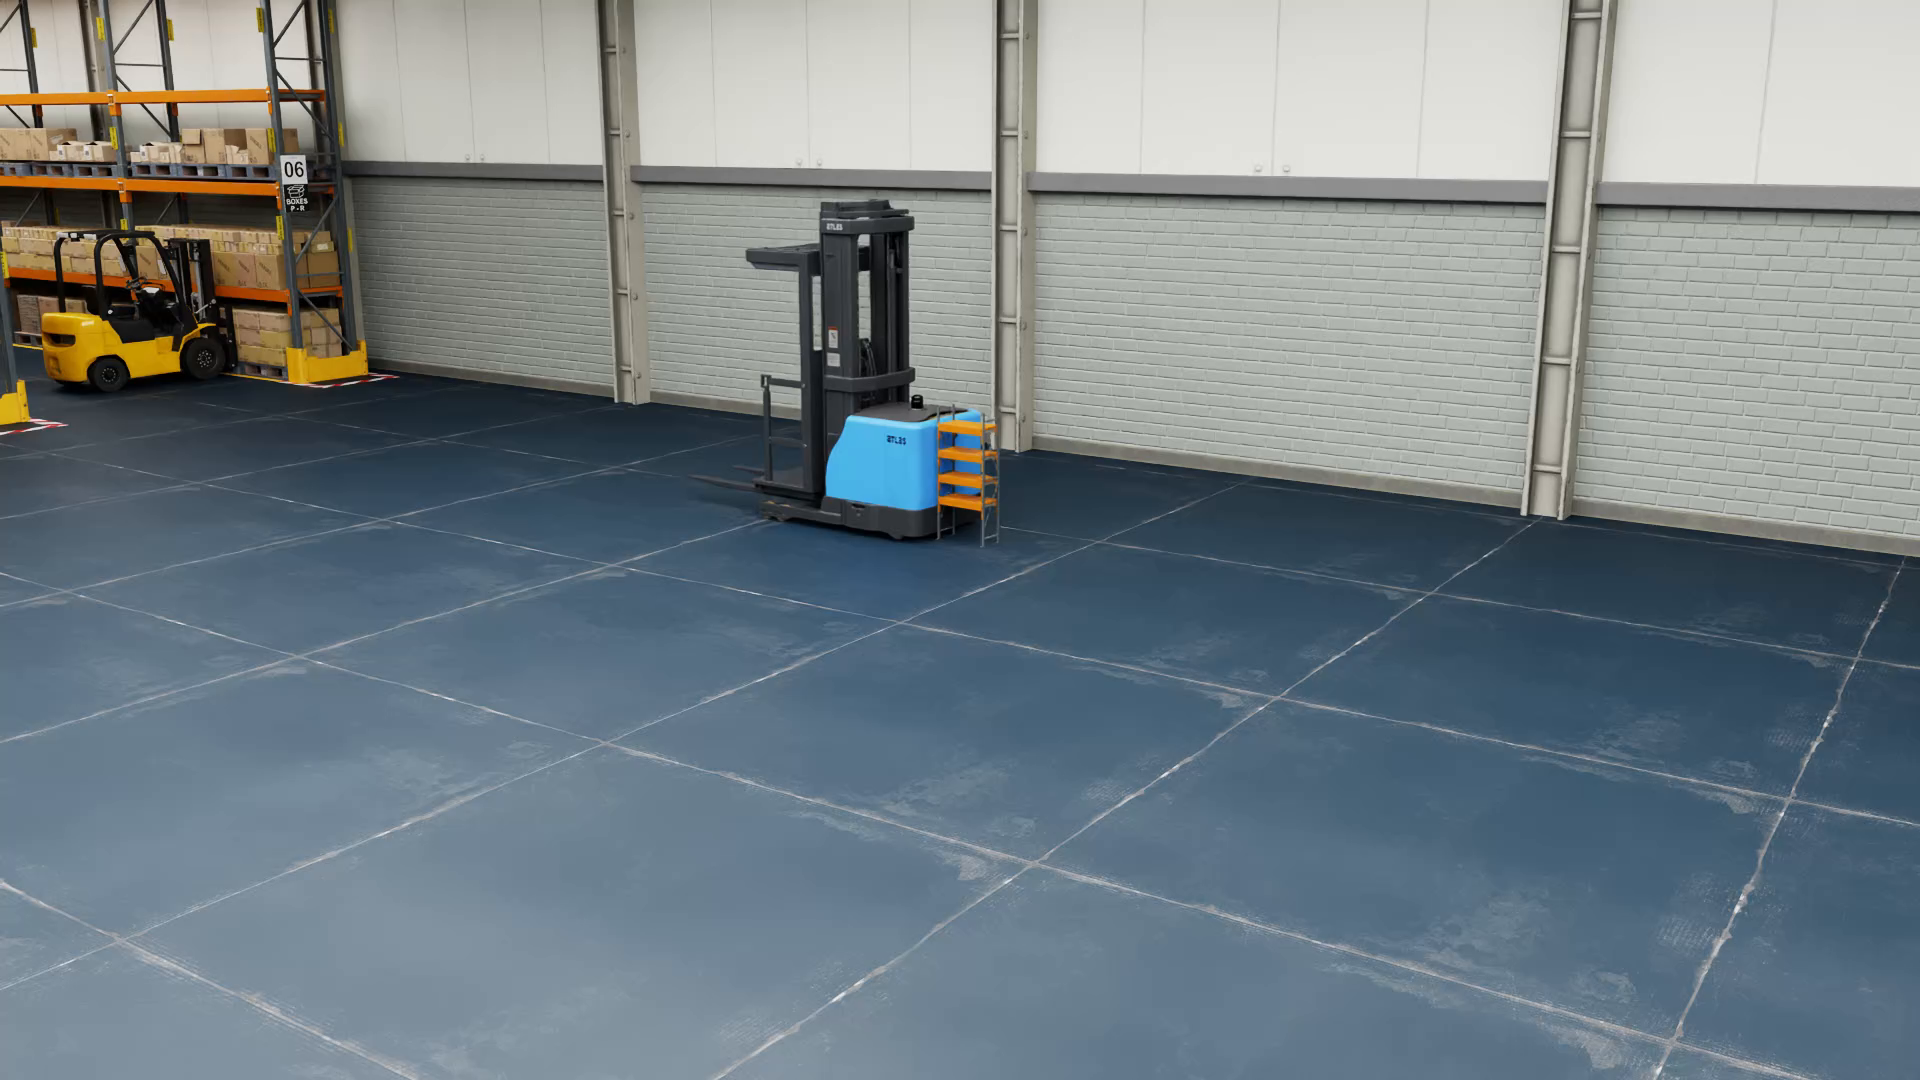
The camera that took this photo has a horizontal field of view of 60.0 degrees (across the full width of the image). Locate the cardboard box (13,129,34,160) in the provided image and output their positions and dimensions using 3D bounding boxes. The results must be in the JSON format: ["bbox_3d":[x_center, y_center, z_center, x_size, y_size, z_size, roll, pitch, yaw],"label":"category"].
[{"bbox_3d":[-14.988,-6.477,27.214,0.500,0.500,0.700,9,16,32],"label":"cardboard box"}]

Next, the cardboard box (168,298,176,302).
[{"bbox_3d":[-12.382,-3.604,25.908,0.500,0.250,0.500,9,16,32],"label":"cardboard box"}]

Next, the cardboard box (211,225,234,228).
[{"bbox_3d":[-11.316,-4.768,25.664,0.250,0.149,0.380,9,16,32],"label":"cardboard box"}]

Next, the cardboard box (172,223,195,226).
[{"bbox_3d":[-12.175,-4.902,26.208,0.250,0.149,0.380,9,17,33],"label":"cardboard box"}]

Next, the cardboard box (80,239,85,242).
[{"bbox_3d":[-13.888,-4.873,26.708,0.250,0.149,0.380,9,16,31],"label":"cardboard box"}]

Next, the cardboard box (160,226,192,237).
[{"bbox_3d":[-12.026,-4.734,25.526,0.250,0.149,0.380,9,16,32],"label":"cardboard box"}]

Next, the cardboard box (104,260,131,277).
[{"bbox_3d":[-13.173,-4.320,26.344,0.500,0.250,0.500,10,17,34],"label":"cardboard box"}]

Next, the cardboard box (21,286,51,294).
[{"bbox_3d":[-16.186,-4.351,29.136,0.250,0.149,0.380,10,17,36],"label":"cardboard box"}]

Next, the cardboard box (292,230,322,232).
[{"bbox_3d":[-9.635,-4.484,24.519,0.250,0.149,0.380,10,17,35],"label":"cardboard box"}]

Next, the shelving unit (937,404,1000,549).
[{"bbox_3d":[0.072,-0.565,14.608,0.503,1.200,0.258,10,17,35],"label":"shelving unit"}]

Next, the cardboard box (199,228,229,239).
[{"bbox_3d":[-11.180,-4.596,24.971,0.250,0.149,0.380,9,17,33],"label":"cardboard box"}]

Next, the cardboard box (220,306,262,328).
[{"bbox_3d":[-10.697,-3.328,24.791,0.500,0.250,0.500,9,17,34],"label":"cardboard box"}]

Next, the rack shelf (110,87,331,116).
[{"bbox_3d":[-10.949,-6.478,24.593,4.000,0.370,1.077,9,17,33],"label":"rack shelf"}]

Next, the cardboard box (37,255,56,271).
[{"bbox_3d":[-14.850,-4.596,27.461,0.500,0.250,0.500,9,16,31],"label":"cardboard box"}]

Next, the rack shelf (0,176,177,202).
[{"bbox_3d":[-14.268,-5.752,27.073,4.000,0.370,1.077,9,17,33],"label":"rack shelf"}]

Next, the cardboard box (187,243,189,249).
[{"bbox_3d":[-11.445,-4.468,25.072,0.250,0.149,0.380,9,16,31],"label":"cardboard box"}]

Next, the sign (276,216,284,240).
[{"bbox_3d":[-9.604,-4.411,23.499,0.005,0.325,0.100,9,17,33],"label":"sign"}]

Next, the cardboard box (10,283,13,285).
[{"bbox_3d":[-17.060,-4.490,29.696,0.250,0.149,0.380,9,16,32],"label":"cardboard box"}]

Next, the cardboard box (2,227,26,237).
[{"bbox_3d":[-15.827,-5.176,27.930,0.250,0.149,0.380,10,17,34],"label":"cardboard box"}]

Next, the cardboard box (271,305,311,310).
[{"bbox_3d":[-9.999,-3.364,24.937,0.500,0.250,0.500,9,17,33],"label":"cardboard box"}]

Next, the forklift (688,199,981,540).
[{"bbox_3d":[-1.279,-1.685,15.532,3.031,2.935,1.130,10,17,35],"label":"forklift"}]

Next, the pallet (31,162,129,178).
[{"bbox_3d":[-14.385,-6.055,27.193,1.213,0.211,1.003,10,17,35],"label":"pallet"}]

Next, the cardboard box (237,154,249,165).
[{"bbox_3d":[-10.146,-5.478,23.908,0.250,0.149,0.380,9,16,31],"label":"cardboard box"}]

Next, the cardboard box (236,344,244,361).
[{"bbox_3d":[-10.673,-2.847,24.932,0.500,0.250,0.500,9,17,33],"label":"cardboard box"}]

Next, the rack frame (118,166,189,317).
[{"bbox_3d":[-12.609,-4.377,26.263,0.127,3.000,1.000,9,17,33],"label":"rack frame"}]

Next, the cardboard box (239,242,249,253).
[{"bbox_3d":[-10.343,-4.306,24.416,0.250,0.149,0.380,9,17,32],"label":"cardboard box"}]

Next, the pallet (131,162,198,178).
[{"bbox_3d":[-11.886,-5.681,25.472,1.213,0.211,1.003,9,17,33],"label":"pallet"}]

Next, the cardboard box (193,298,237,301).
[{"bbox_3d":[-11.663,-3.639,26.050,0.500,0.250,0.500,9,16,32],"label":"cardboard box"}]

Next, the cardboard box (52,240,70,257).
[{"bbox_3d":[-14.419,-4.771,27.124,0.500,0.250,0.500,9,17,34],"label":"cardboard box"}]

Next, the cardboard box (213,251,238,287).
[{"bbox_3d":[-10.695,-4.043,24.705,0.500,0.500,0.500,9,16,32],"label":"cardboard box"}]

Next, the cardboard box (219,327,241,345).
[{"bbox_3d":[-10.718,-3.090,24.871,0.500,0.250,0.500,9,16,32],"label":"cardboard box"}]

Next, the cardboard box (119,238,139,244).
[{"bbox_3d":[-13.016,-4.742,26.179,0.250,0.149,0.380,10,17,35],"label":"cardboard box"}]

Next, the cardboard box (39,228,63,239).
[{"bbox_3d":[-14.929,-5.050,27.425,0.250,0.149,0.380,9,17,33],"label":"cardboard box"}]

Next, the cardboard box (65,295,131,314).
[{"bbox_3d":[-14.312,-3.702,27.604,0.625,0.625,0.875,8,16,31],"label":"cardboard box"}]

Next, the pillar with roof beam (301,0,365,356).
[{"bbox_3d":[-11.767,-6.168,21.011,0.400,9.000,9.100,9,17,33],"label":"pillar with roof beam"}]

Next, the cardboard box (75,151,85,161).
[{"bbox_3d":[-13.690,-6.051,26.222,0.250,0.149,0.380,9,17,33],"label":"cardboard box"}]

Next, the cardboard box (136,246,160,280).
[{"bbox_3d":[-12.386,-4.314,25.800,0.500,0.500,0.500,9,16,31],"label":"cardboard box"}]

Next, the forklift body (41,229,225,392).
[{"bbox_3d":[-11.881,-3.319,23.756,1.214,2.155,2.313,9,17,33],"label":"forklift body"}]

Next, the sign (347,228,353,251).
[{"bbox_3d":[-8.975,-4.409,24.426,0.005,0.325,0.100,9,17,33],"label":"sign"}]

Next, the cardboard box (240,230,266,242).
[{"bbox_3d":[-10.324,-4.459,24.418,0.250,0.149,0.380,9,17,33],"label":"cardboard box"}]

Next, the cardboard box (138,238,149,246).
[{"bbox_3d":[-12.491,-4.645,25.789,0.250,0.149,0.380,9,16,32],"label":"cardboard box"}]

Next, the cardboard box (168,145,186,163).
[{"bbox_3d":[-11.546,-5.761,24.808,0.258,0.266,0.396,9,16,31],"label":"cardboard box"}]

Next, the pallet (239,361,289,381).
[{"bbox_3d":[-9.947,-2.581,24.812,1.213,0.211,1.003,9,17,33],"label":"pallet"}]

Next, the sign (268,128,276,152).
[{"bbox_3d":[-9.604,-5.582,23.209,0.005,0.325,0.100,9,17,33],"label":"sign"}]

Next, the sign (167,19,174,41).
[{"bbox_3d":[-12.278,-7.927,25.845,0.005,0.325,0.100,9,17,33],"label":"sign"}]

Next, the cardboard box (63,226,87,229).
[{"bbox_3d":[-14.842,-5.195,28.009,0.250,0.149,0.380,9,16,32],"label":"cardboard box"}]

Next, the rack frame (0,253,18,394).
[{"bbox_3d":[-12.057,-2.851,20.096,0.127,3.000,1.000,9,17,33],"label":"rack frame"}]

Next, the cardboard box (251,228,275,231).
[{"bbox_3d":[-10.467,-4.632,25.115,0.250,0.149,0.380,9,16,31],"label":"cardboard box"}]

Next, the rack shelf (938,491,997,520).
[{"bbox_3d":[0.072,-0.307,14.672,0.480,0.148,0.258,10,17,35],"label":"rack shelf"}]
